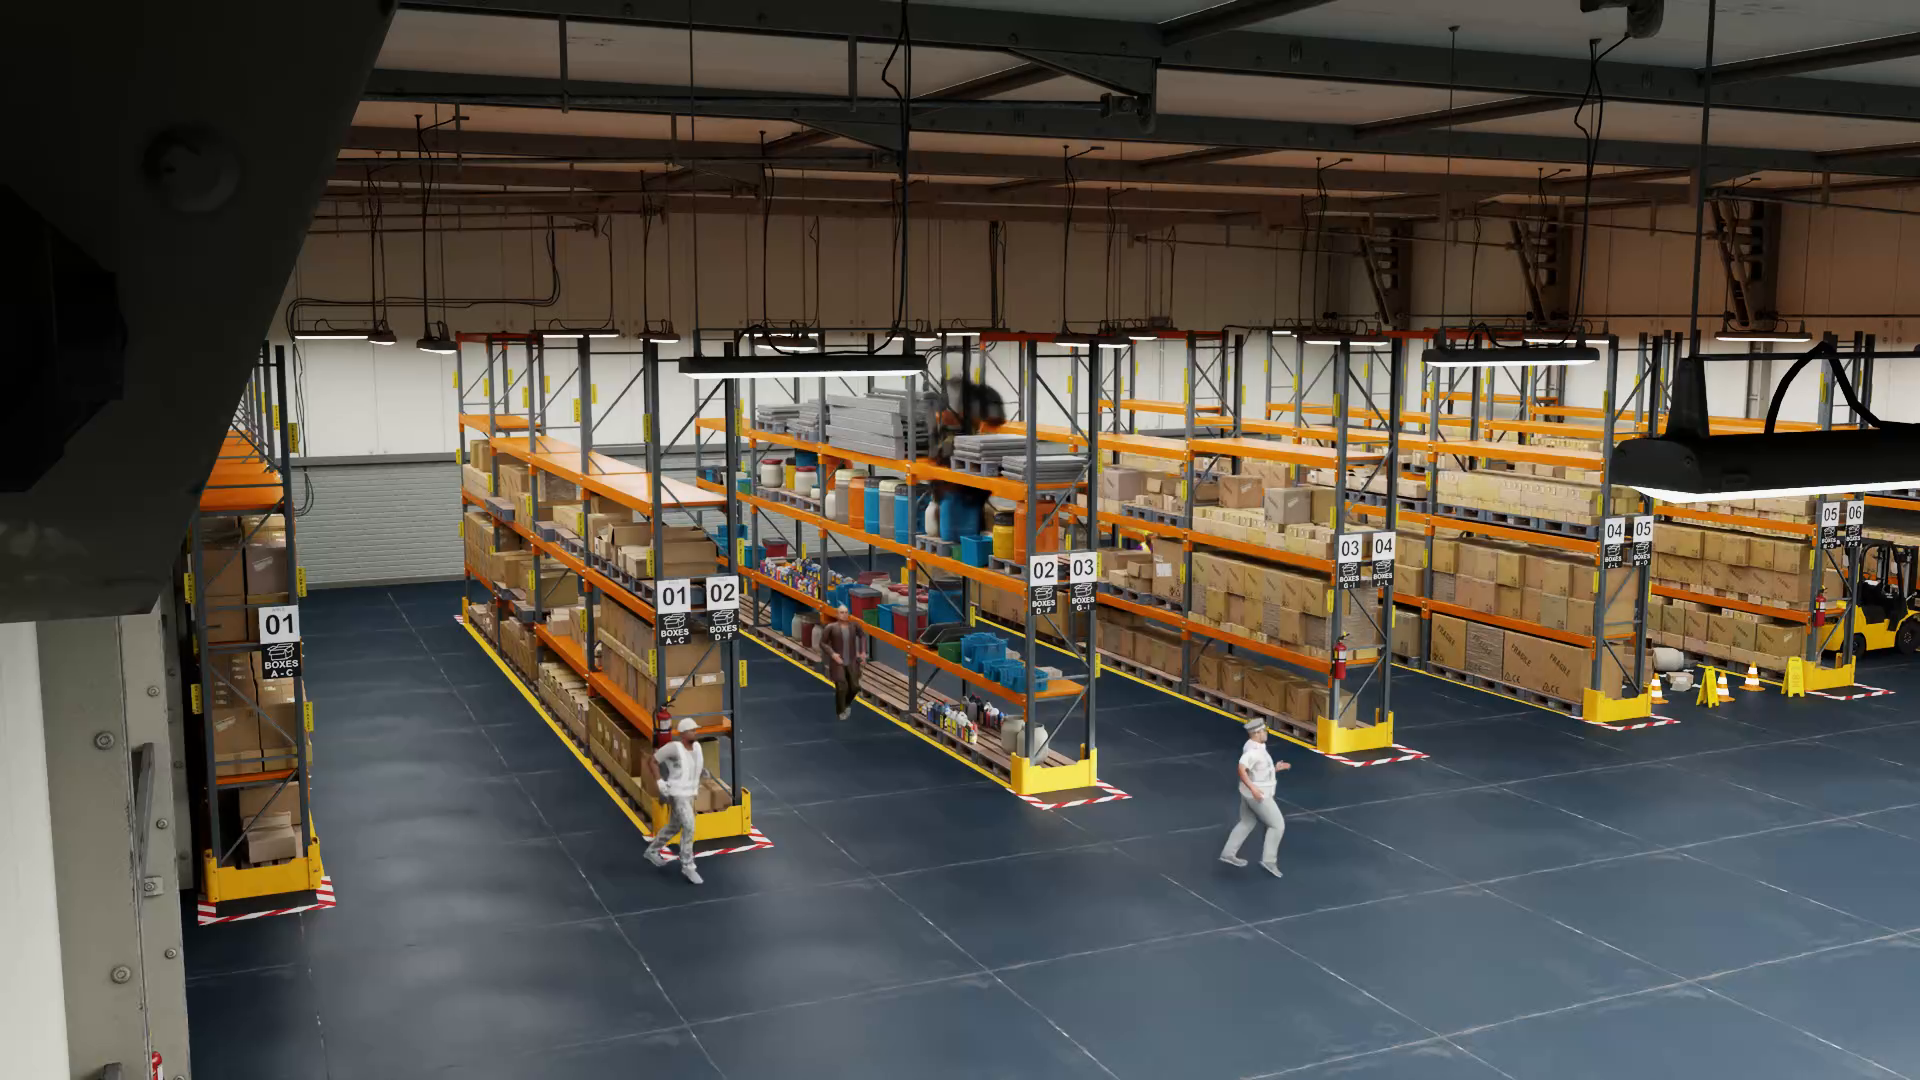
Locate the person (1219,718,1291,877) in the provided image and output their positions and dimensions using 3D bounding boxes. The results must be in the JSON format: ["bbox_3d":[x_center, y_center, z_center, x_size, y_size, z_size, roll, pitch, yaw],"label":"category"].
[{"bbox_3d":[3.367,2.927,18.890,0.783,1.853,0.632,-1,8,-5],"label":"person"}]

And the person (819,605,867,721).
[{"bbox_3d":[-1.709,1.845,24.781,0.758,1.753,0.563,-3,8,-21],"label":"person"}]

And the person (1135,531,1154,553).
[{"bbox_3d":[4.101,0.627,36.052,0.698,1.729,0.546,-3,8,-21],"label":"person"}]

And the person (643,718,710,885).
[{"bbox_3d":[-3.177,2.917,18.964,0.903,1.795,0.708,3,8,24],"label":"person"}]
